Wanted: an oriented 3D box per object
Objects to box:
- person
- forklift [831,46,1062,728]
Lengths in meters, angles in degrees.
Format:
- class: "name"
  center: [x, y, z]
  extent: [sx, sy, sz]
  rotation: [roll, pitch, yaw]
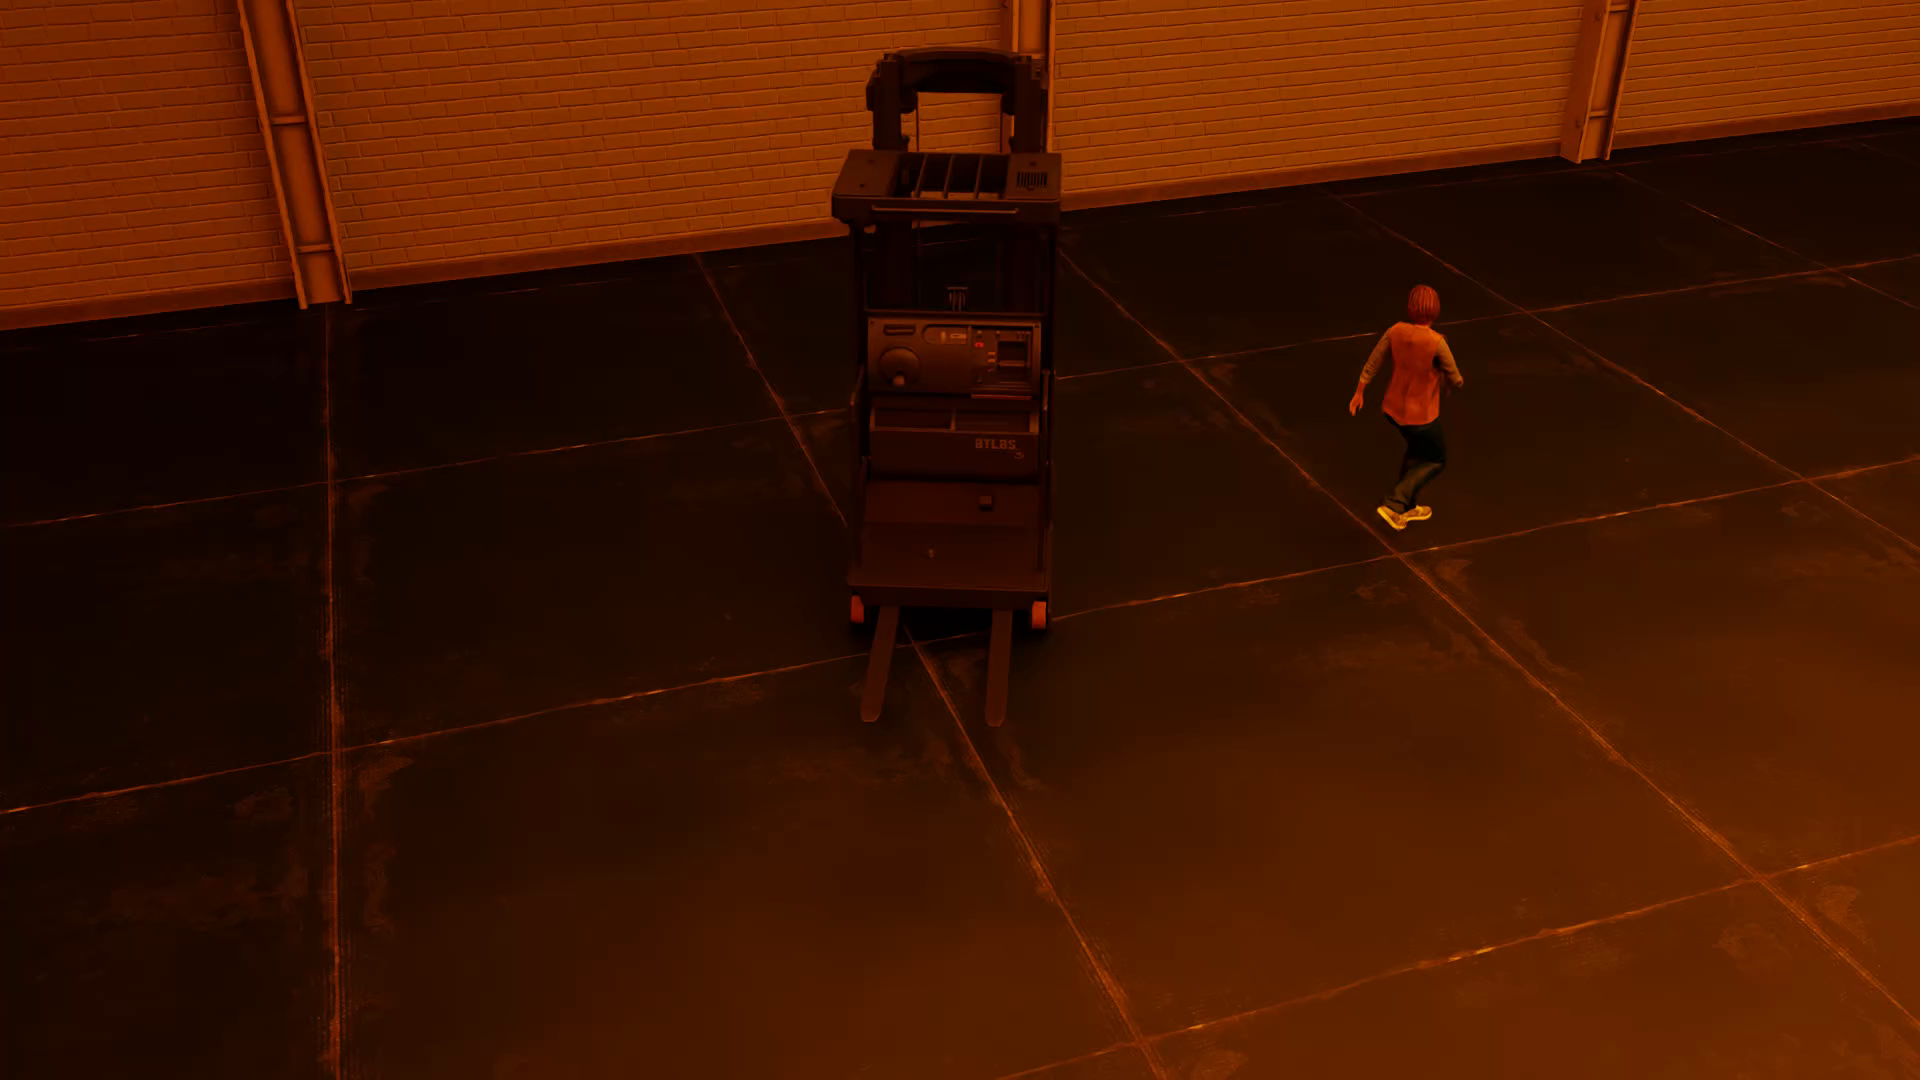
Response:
- class: "person"
  center: [2.669, -0.779, 9.852]
  extent: [0.579, 1.540, 0.563]
  rotation: [-16, 34, -26]
- class: "forklift"
  center: [-0.043, -0.942, 8.724]
  extent: [1.130, 2.935, 3.031]
  rotation: [2, 30, 3]
